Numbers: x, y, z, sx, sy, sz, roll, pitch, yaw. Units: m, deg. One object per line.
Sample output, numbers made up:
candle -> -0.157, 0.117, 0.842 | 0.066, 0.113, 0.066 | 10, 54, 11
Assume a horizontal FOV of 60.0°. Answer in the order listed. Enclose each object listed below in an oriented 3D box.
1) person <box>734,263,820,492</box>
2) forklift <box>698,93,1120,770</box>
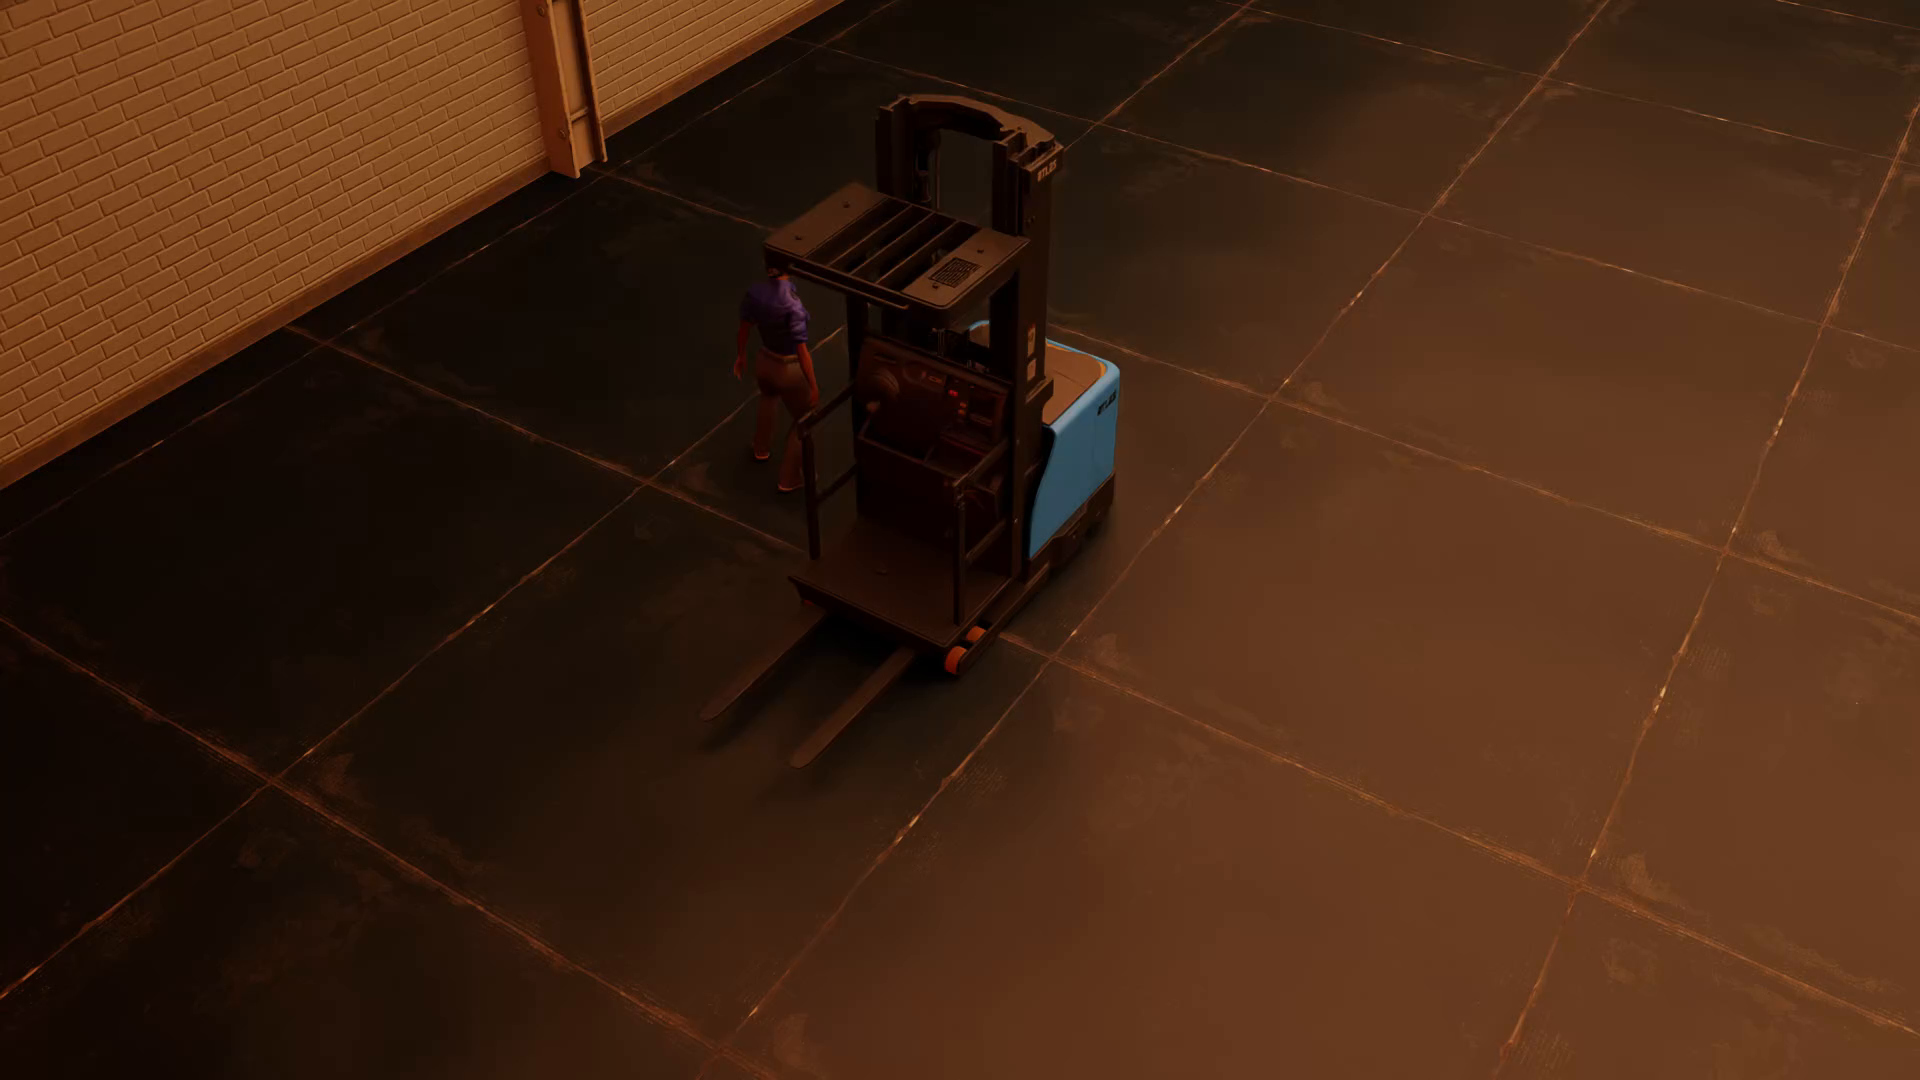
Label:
person -> -1.121, -1.065, 10.253 | 0.793, 1.628, 0.391 | 28, 48, 29
forklift -> -0.272, -0.710, 8.804 | 1.130, 2.935, 3.031 | 23, 45, 25
